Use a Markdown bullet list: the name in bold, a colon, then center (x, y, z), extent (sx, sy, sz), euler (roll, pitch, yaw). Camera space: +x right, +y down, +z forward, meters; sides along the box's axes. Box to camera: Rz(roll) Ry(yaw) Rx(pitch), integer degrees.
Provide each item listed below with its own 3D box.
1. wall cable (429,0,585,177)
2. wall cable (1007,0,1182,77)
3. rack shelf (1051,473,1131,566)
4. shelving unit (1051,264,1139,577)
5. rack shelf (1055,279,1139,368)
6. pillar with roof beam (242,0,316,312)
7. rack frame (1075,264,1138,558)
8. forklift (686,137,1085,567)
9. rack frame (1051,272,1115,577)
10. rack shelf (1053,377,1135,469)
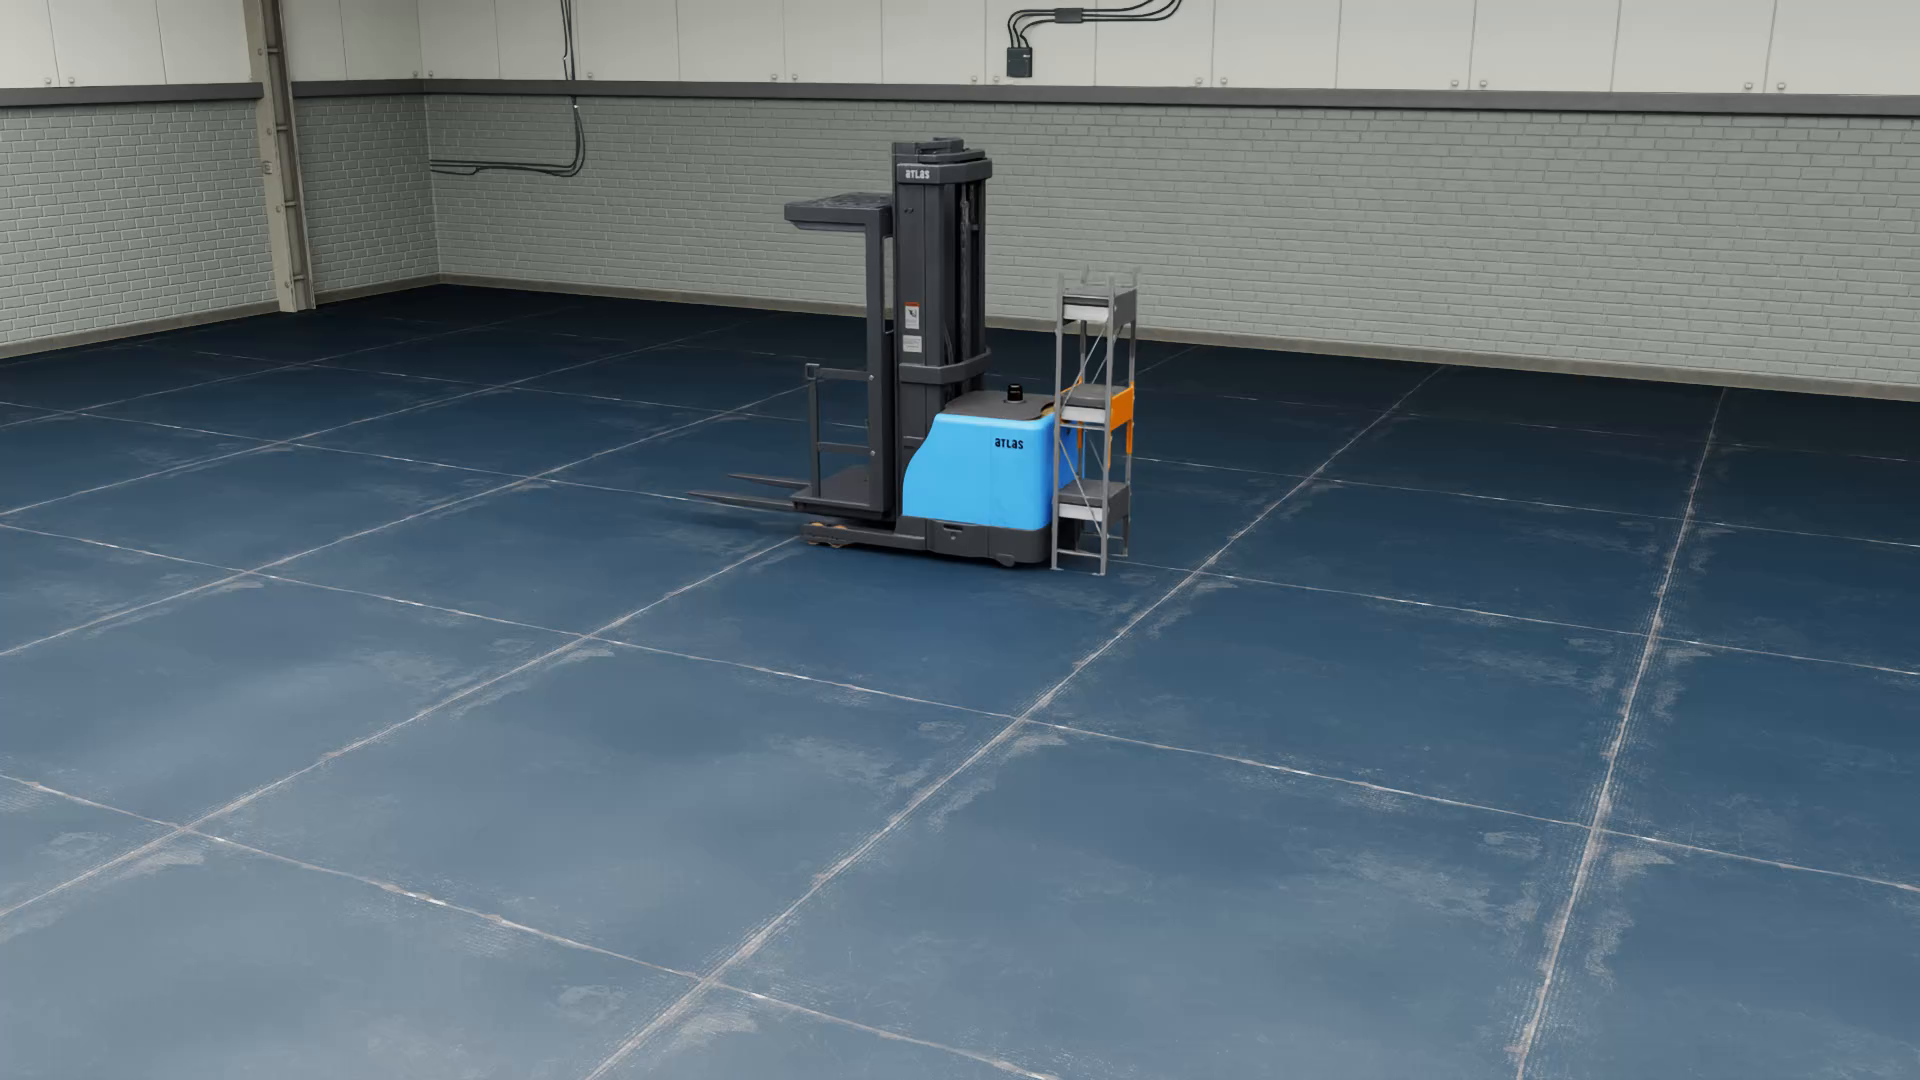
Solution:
- **wall cable**: center (-6.853, -6.659, 24.593), extent (3.097, 2.526, 0.112), euler (8, 18, 25)
- **wall cable**: center (1.633, -8.566, 19.586), extent (2.305, 6.003, 0.169), euler (8, 18, 25)
- **rack shelf**: center (0.937, -0.155, 11.861), extent (0.431, 0.518, 0.480), euler (8, 18, 23)
- **shelving unit**: center (0.941, -0.839, 11.656), extent (0.431, 2.100, 0.503), euler (8, 18, 23)
- **rack shelf**: center (0.945, -1.496, 11.458), extent (0.431, 0.518, 0.480), euler (8, 18, 23)
- **pillar with roof beam**: center (-5.501, -7.018, 20.347), extent (9.100, 9.000, 0.400), euler (8, 18, 25)
- **rack frame**: center (1.040, -0.902, 11.869), extent (0.400, 2.100, 0.015), euler (8, 18, 23)
- **forklift**: center (-0.622, -1.474, 12.338), extent (3.031, 2.935, 1.130), euler (7, 18, 23)
- **rack frame**: center (0.841, -0.775, 11.442), extent (0.400, 2.100, 0.015), euler (8, 18, 23)
- **rack shelf**: center (0.941, -0.826, 11.659), extent (0.431, 0.518, 0.480), euler (8, 18, 23)
